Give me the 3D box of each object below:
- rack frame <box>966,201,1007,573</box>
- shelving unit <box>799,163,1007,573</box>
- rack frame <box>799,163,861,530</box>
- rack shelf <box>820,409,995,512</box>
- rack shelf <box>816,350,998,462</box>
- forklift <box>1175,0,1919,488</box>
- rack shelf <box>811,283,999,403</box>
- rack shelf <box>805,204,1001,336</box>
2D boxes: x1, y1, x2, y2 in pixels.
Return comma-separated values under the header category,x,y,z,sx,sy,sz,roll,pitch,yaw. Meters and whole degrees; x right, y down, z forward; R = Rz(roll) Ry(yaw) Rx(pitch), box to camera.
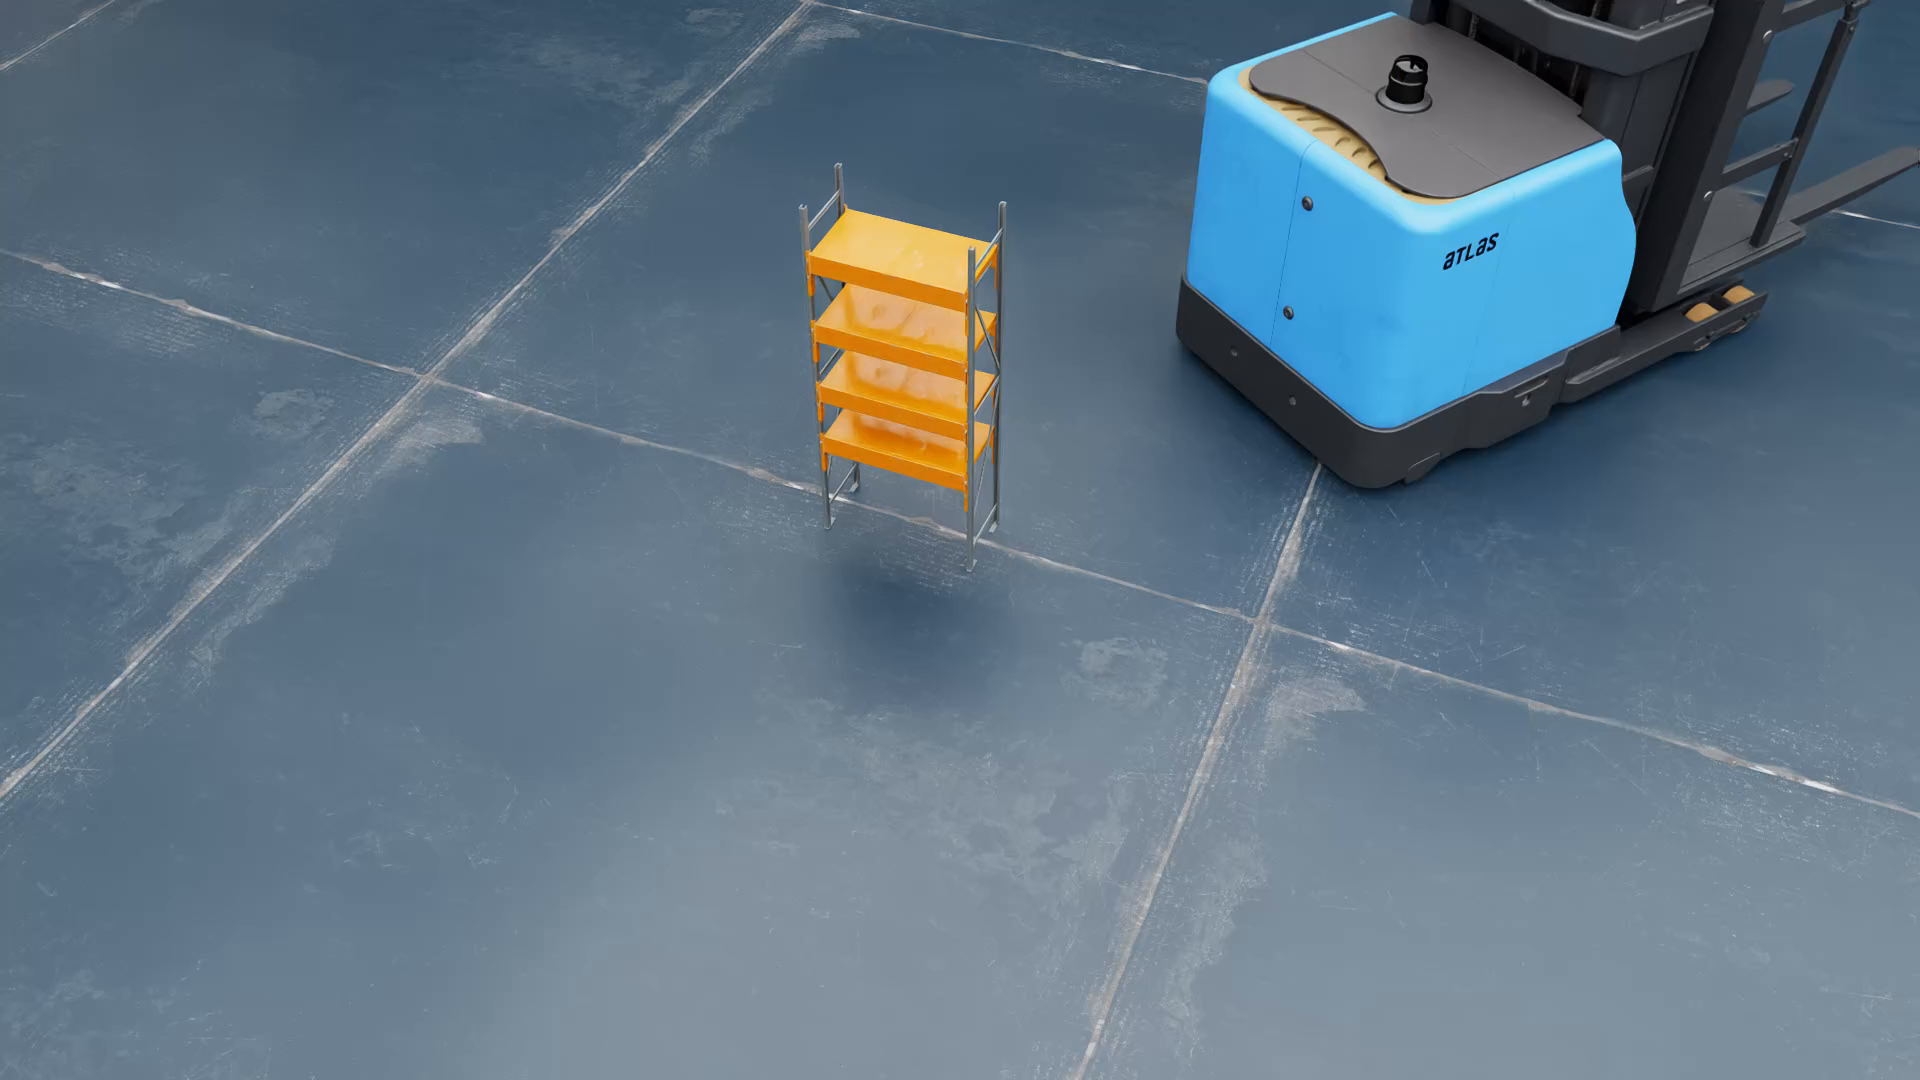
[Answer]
category,x,y,z,sx,sy,sz,roll,pitch,yaw
rack frame,0.072,-0.404,4.805,0.015,1.200,0.240,16,47,16
shelving unit,-0.153,-0.470,4.872,0.503,1.200,0.258,16,47,16
rack frame,-0.378,-0.537,4.939,0.015,1.200,0.240,16,47,16
rack shelf,-0.153,-0.282,5.059,0.480,0.148,0.258,16,47,16
rack shelf,-0.153,-0.423,4.919,0.480,0.148,0.258,16,47,16
forklift,2.284,-2.006,5.188,3.031,2.935,1.130,-24,50,-22
rack shelf,-0.153,-0.581,4.762,0.480,0.148,0.258,16,47,16
rack shelf,-0.153,-0.749,4.595,0.480,0.148,0.258,16,47,16
